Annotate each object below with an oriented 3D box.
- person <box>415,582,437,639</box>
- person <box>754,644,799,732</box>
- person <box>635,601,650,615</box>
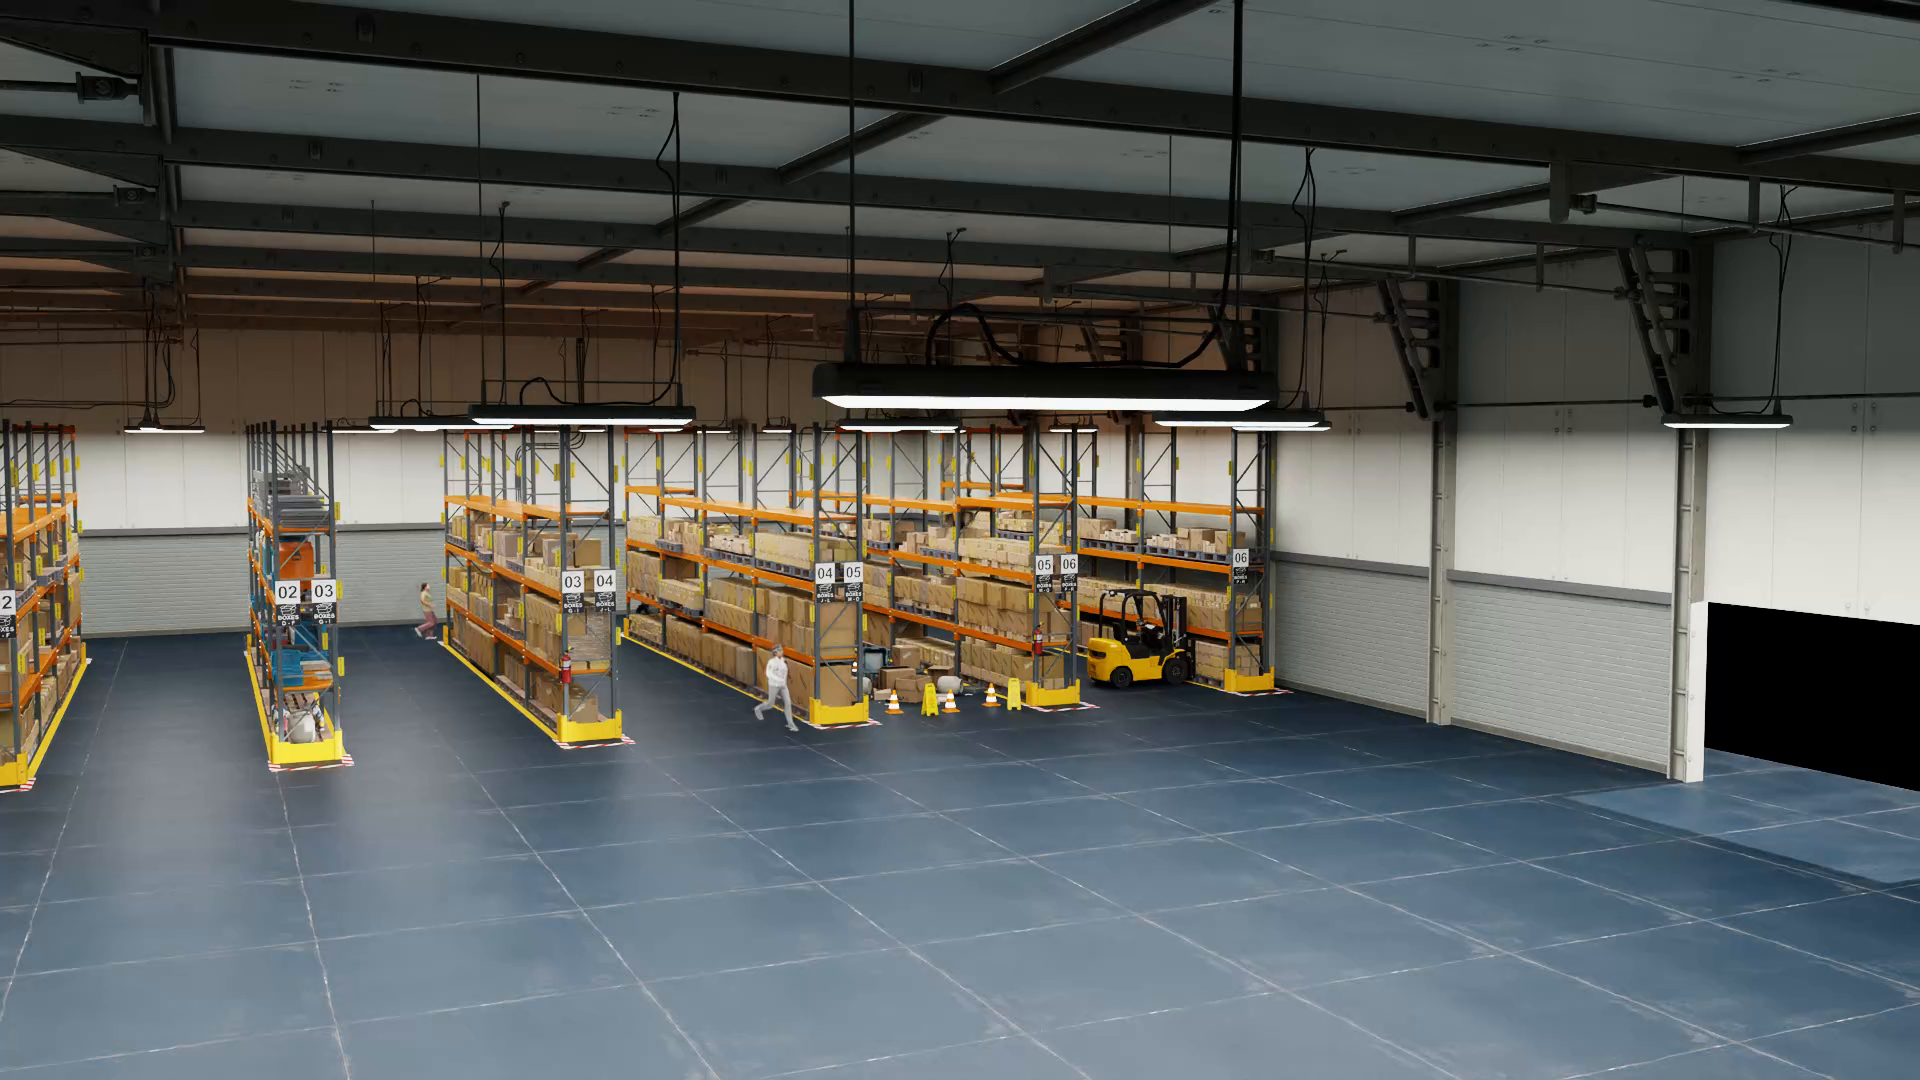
[{"bbox_3d":[-15.007,1.998,46.694,0.585,1.608,0.579,-1,4,-18],"label":"person"},{"bbox_3d":[-3.585,2.861,32.449,1.099,1.692,0.584,3,5,40],"label":"person"},{"bbox_3d":[-9.275,1.880,48.846,0.695,1.635,0.537,-1,4,-11],"label":"person"}]
